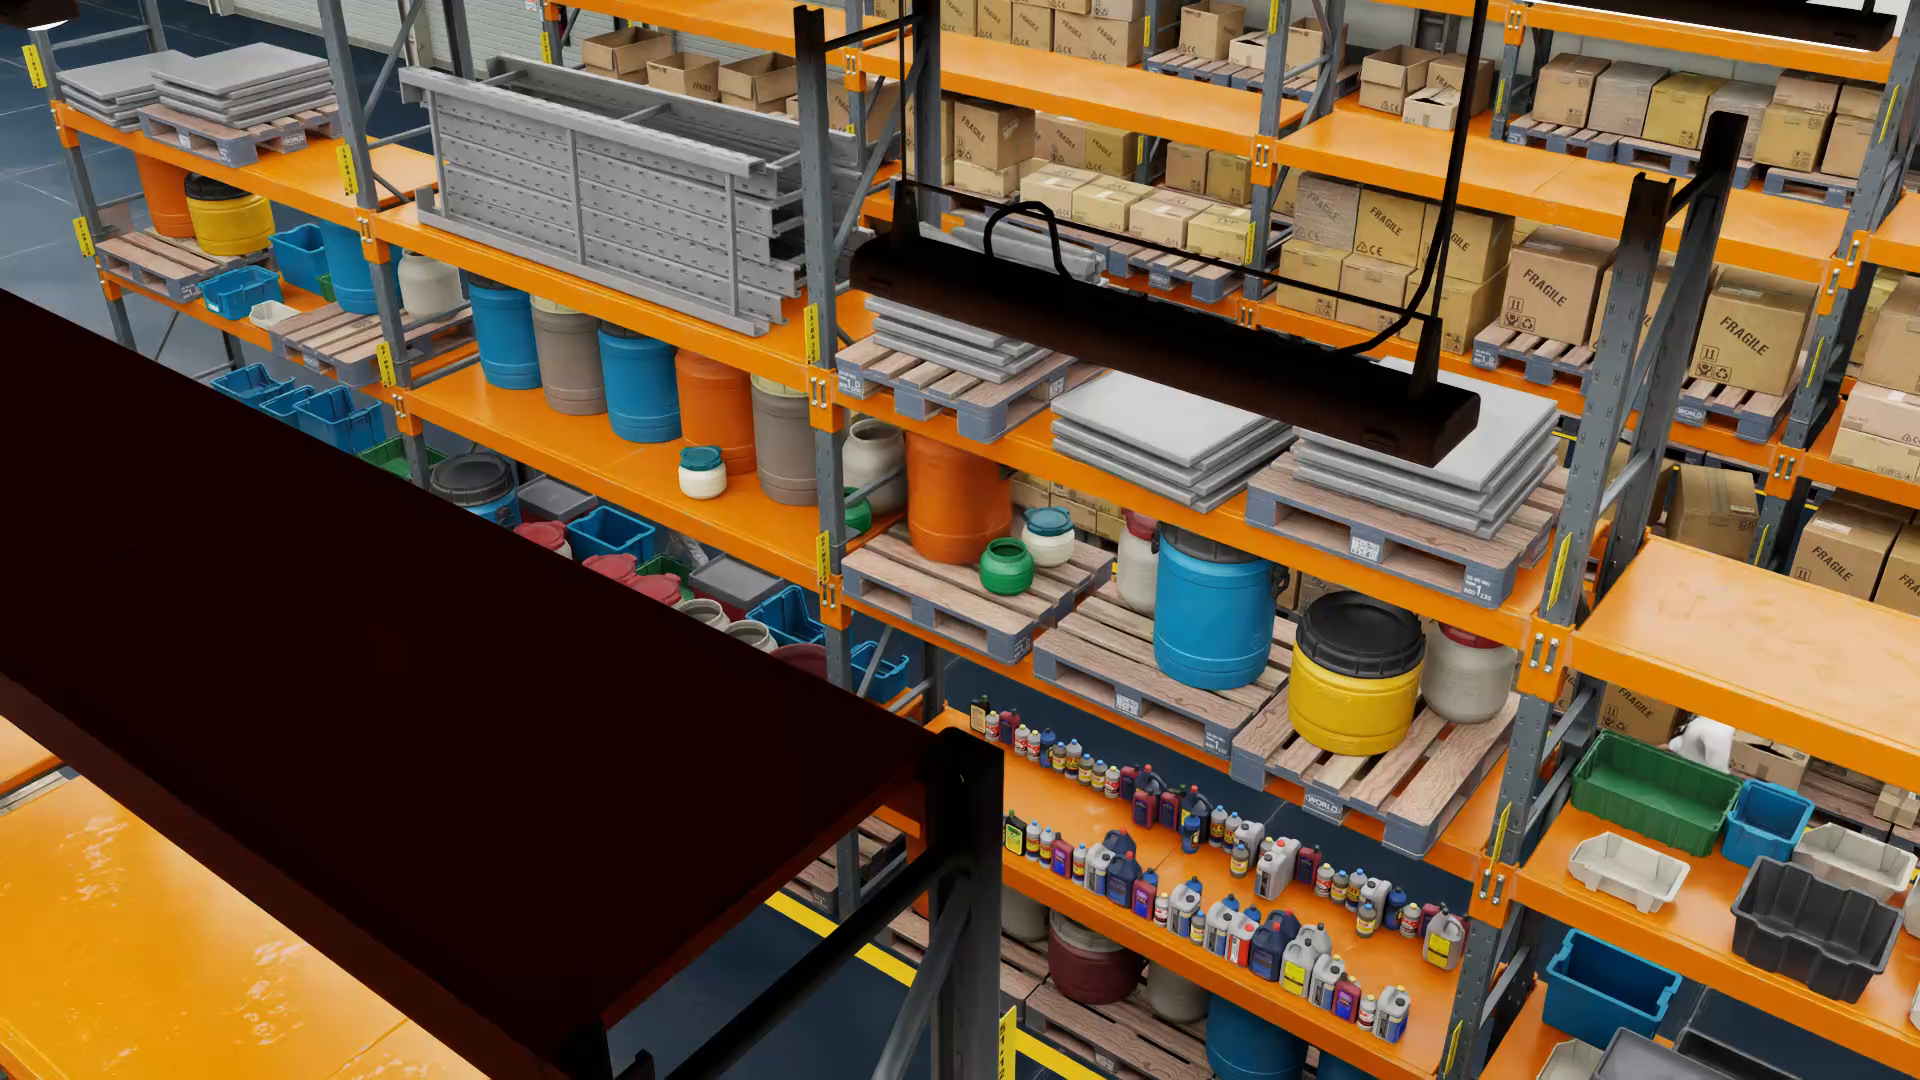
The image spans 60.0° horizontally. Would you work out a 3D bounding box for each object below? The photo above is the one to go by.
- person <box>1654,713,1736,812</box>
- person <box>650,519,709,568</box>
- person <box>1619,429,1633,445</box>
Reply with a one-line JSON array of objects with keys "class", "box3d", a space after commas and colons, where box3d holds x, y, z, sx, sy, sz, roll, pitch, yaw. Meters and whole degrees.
[{"class": "person", "box3d": [4.829, 1.607, 11.039, 1.142, 1.620, 0.586, 24, 39, 34]}, {"class": "person", "box3d": [-2.451, -0.313, 14.190, 0.828, 1.658, 0.506, 11, 33, 17]}, {"class": "person", "box3d": [5.376, -0.250, 14.083, 1.032, 1.624, 0.577, 20, 37, 29]}]
